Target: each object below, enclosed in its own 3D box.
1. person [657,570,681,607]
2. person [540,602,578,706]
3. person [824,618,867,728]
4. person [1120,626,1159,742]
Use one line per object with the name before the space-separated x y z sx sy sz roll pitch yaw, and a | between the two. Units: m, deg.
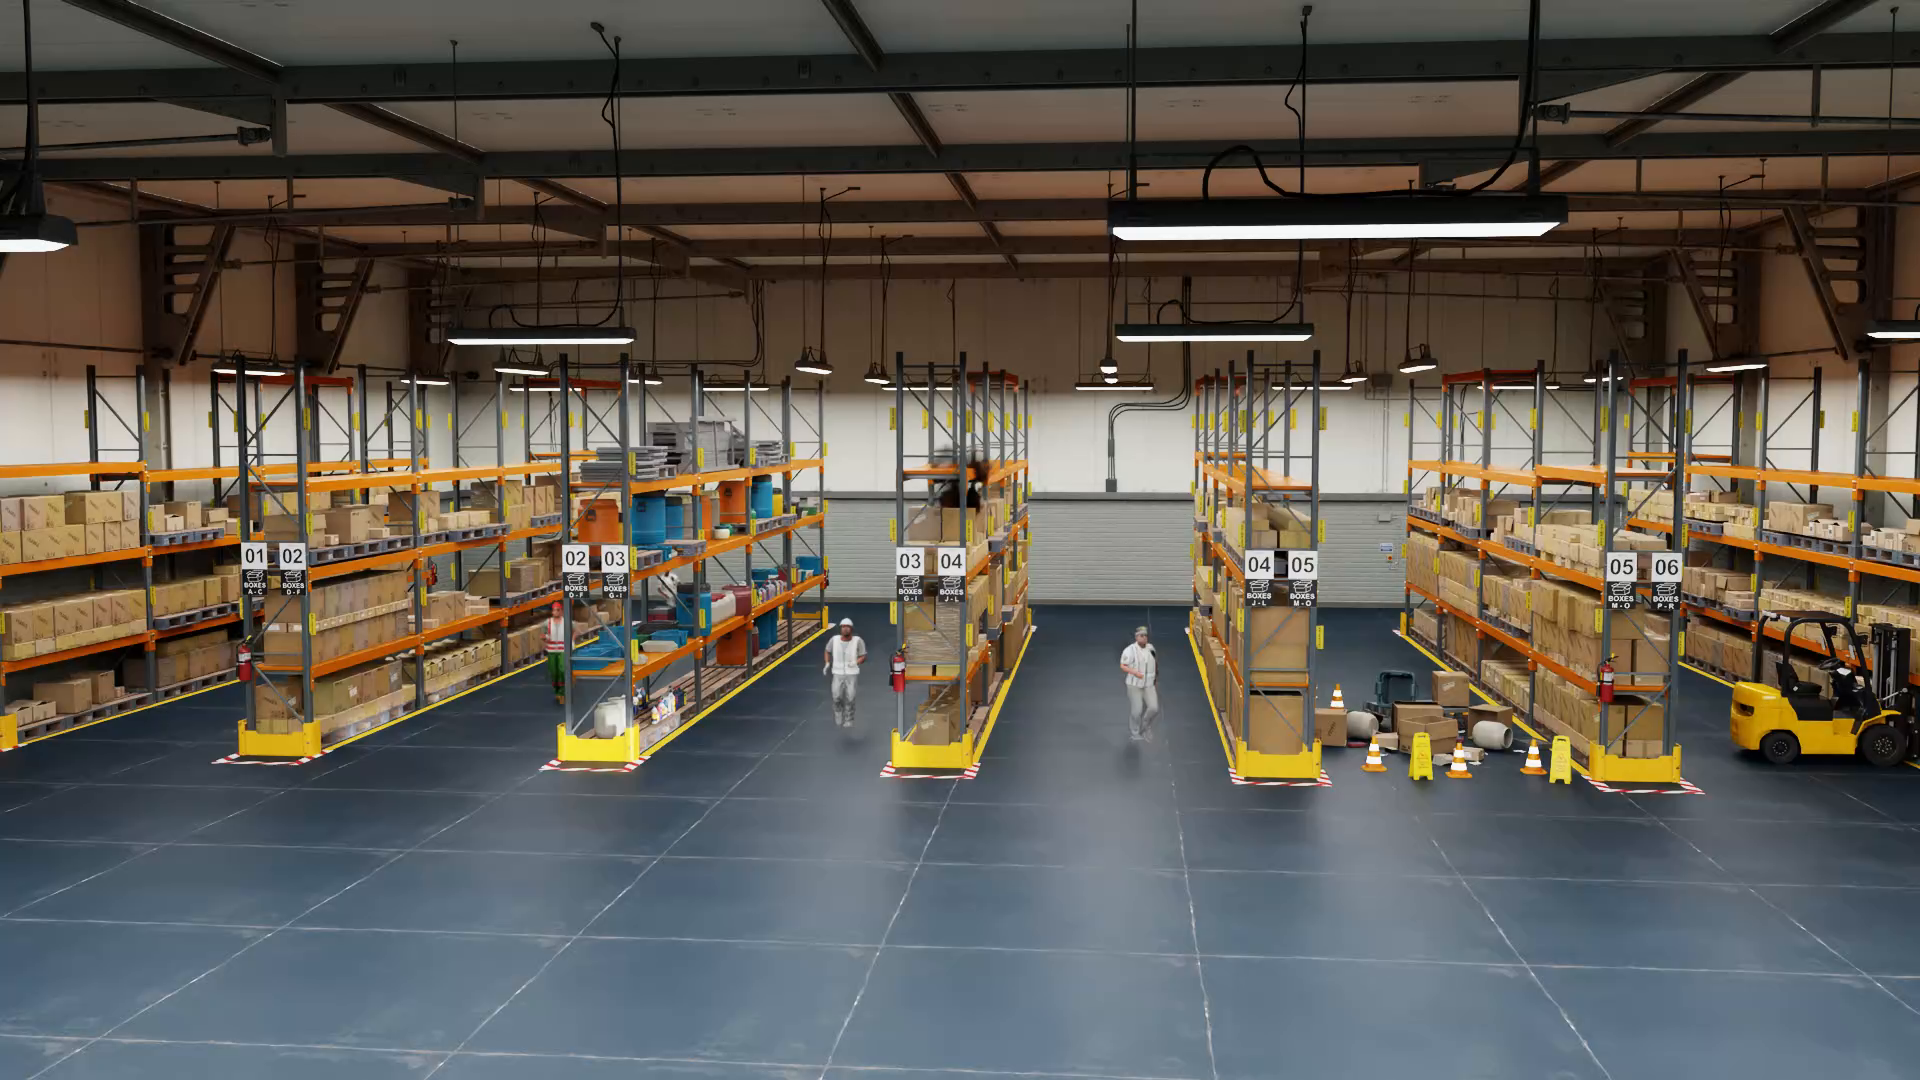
person | -6.960 1.358 40.058 0.651 1.614 0.558 -1 4 -13
person | -7.122 2.016 29.463 0.632 1.824 0.705 0 4 -6
person | -1.788 2.092 25.845 0.681 1.739 0.624 0 4 1
person | 2.729 2.168 24.927 0.662 1.769 0.643 -1 4 -16
